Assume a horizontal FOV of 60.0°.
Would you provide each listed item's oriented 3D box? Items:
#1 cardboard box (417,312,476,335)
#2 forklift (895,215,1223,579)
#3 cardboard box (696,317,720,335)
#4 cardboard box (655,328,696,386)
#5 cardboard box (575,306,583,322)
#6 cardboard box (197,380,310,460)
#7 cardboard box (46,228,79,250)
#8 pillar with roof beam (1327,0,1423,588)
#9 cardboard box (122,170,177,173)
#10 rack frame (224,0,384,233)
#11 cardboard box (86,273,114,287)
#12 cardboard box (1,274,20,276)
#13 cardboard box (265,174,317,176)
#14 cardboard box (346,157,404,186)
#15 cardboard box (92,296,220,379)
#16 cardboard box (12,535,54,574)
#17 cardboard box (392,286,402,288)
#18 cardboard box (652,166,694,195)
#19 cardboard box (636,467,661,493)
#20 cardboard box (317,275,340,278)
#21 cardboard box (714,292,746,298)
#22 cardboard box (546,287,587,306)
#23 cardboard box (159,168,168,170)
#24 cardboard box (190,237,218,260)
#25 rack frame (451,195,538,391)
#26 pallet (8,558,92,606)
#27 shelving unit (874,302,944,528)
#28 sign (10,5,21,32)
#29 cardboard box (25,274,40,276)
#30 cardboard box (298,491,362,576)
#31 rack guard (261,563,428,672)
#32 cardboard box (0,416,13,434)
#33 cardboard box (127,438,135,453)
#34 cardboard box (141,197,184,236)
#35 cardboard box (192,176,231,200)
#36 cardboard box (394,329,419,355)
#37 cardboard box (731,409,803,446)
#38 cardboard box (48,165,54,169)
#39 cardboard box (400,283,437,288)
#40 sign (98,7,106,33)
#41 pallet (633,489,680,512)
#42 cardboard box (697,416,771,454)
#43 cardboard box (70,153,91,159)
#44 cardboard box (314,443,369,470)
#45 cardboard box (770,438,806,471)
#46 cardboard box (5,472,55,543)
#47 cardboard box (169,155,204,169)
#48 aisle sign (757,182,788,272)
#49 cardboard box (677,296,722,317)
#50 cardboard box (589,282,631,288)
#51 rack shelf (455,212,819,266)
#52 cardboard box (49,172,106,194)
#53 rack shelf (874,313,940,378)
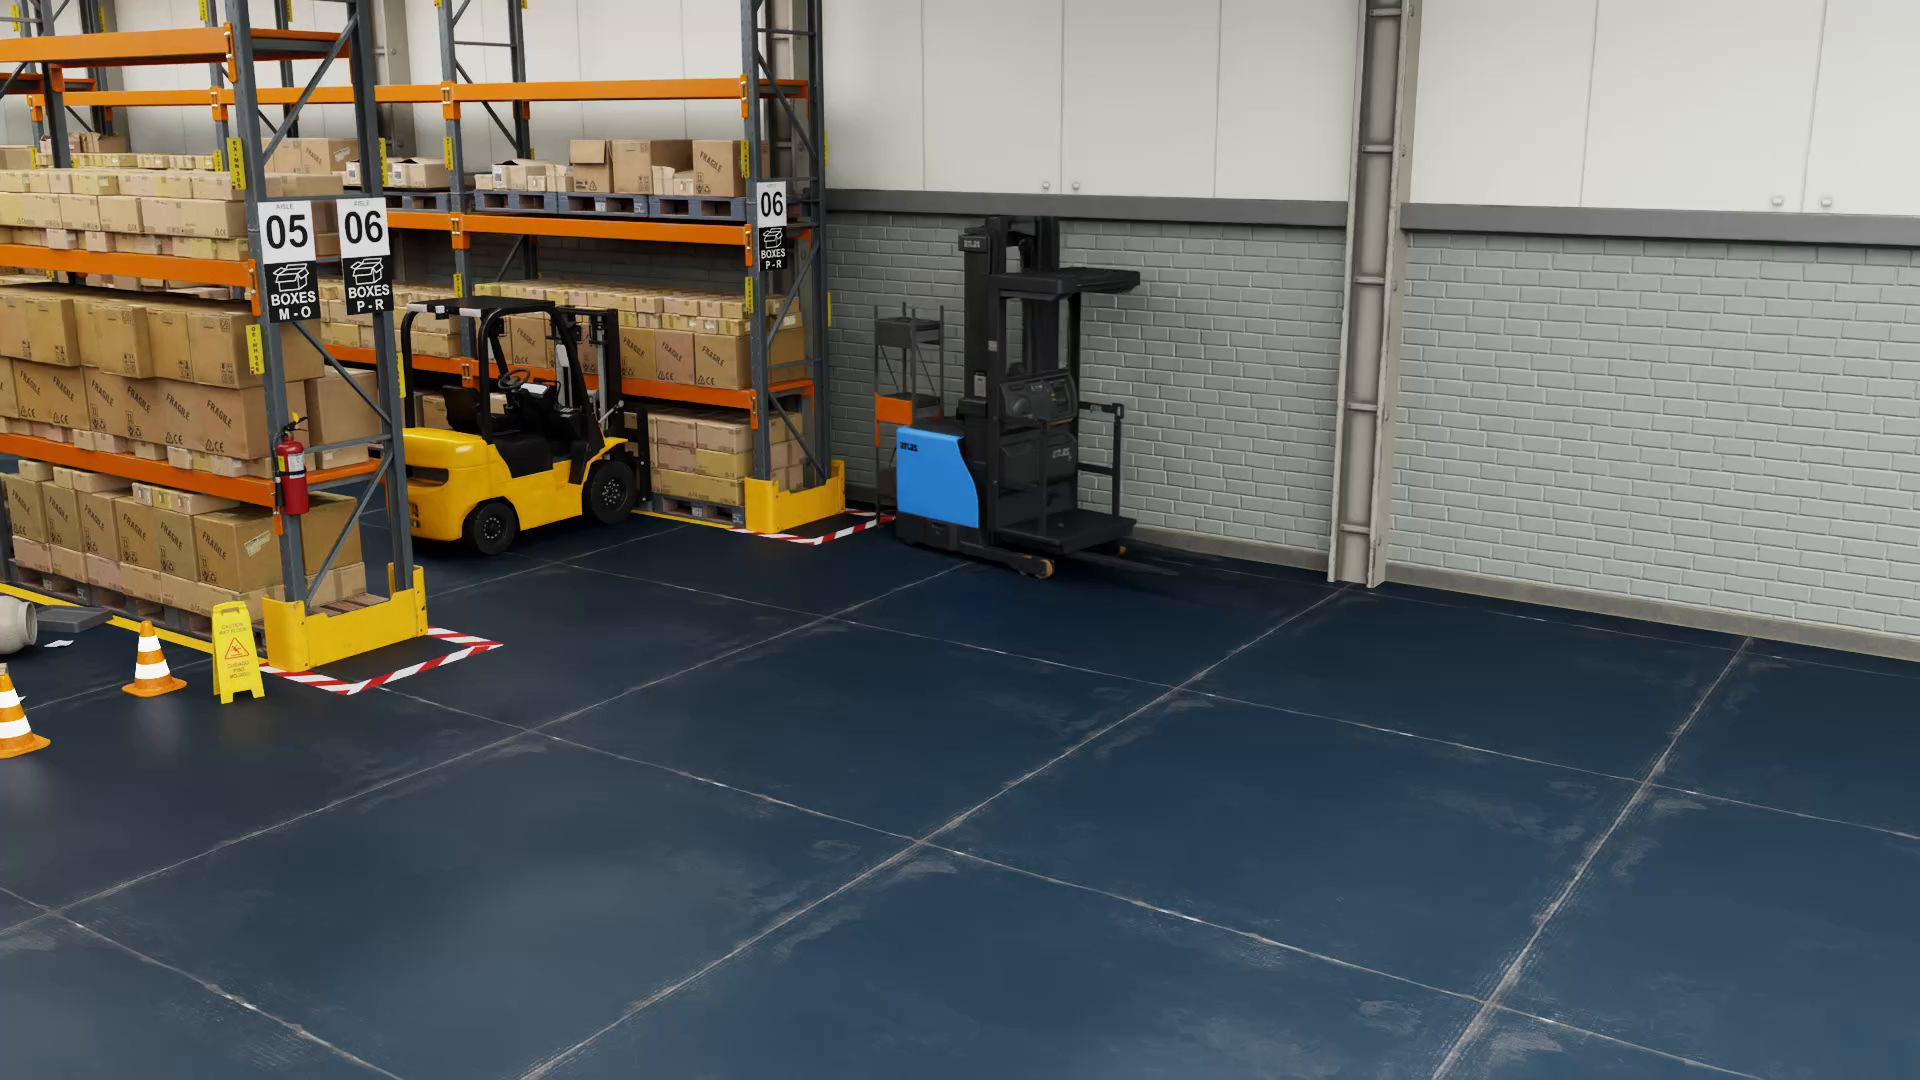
[{"bbox_3d":[-5.462,-2.371,17.859,0.500,0.250,0.500,9,16,32],"label":"cardboard box"},{"bbox_3d":[0.832,-1.238,14.150,3.031,2.935,1.130,13,19,42],"label":"forklift"},{"bbox_3d":[-2.266,-2.033,15.660,0.250,0.149,0.380,9,17,34],"label":"cardboard box"},{"bbox_3d":[-2.573,-1.784,16.005,0.500,0.500,0.500,10,17,35],"label":"cardboard box"},{"bbox_3d":[-3.749,-2.277,16.650,0.250,0.149,0.380,9,16,31],"label":"cardboard box"},{"bbox_3d":[-4.965,-0.871,11.698,0.500,0.500,0.500,9,16,32],"label":"cardboard box"},{"bbox_3d":[-6.537,-2.249,12.375,0.250,0.149,0.380,9,16,32],"label":"cardboard box"},{"bbox_3d":[0.908,-3.172,9.338,0.400,9.000,9.100,9,17,33],"label":"pillar with roof beam"},{"bbox_3d":[-6.180,-2.758,12.770,0.250,0.149,0.380,9,17,33],"label":"cardboard box"},{"bbox_3d":[-4.360,-3.572,10.953,0.127,3.000,1.000,9,17,33],"label":"rack frame"},{"bbox_3d":[-10.844,-3.333,21.389,0.500,0.500,0.700,9,17,33],"label":"cardboard box"},{"bbox_3d":[-13.366,-3.554,23.056,0.500,0.250,0.500,9,16,31],"label":"cardboard box"},{"bbox_3d":[-4.759,-2.500,11.728,0.250,0.149,0.380,9,17,33],"label":"cardboard box"},{"bbox_3d":[-6.286,-4.003,18.040,0.500,0.311,0.500,9,16,31],"label":"cardboard box"},{"bbox_3d":[-5.803,-1.480,12.080,0.500,0.500,0.700,9,16,32],"label":"cardboard box"},{"bbox_3d":[-7.341,0.067,13.583,0.500,0.250,0.500,8,16,30],"label":"cardboard box"},{"bbox_3d":[-6.397,-2.717,18.425,0.250,0.149,0.380,9,17,33],"label":"cardboard box"},{"bbox_3d":[-2.661,-3.378,15.609,0.258,0.266,0.396,9,17,33],"label":"cardboard box"},{"bbox_3d":[-2.977,-0.657,16.509,0.500,0.250,0.500,9,17,33],"label":"cardboard box"},{"bbox_3d":[-7.569,-3.070,19.853,0.250,0.149,0.380,10,17,34],"label":"cardboard box"},{"bbox_3d":[-2.178,-2.320,16.203,0.250,0.149,0.380,10,17,34],"label":"cardboard box"},{"bbox_3d":[-3.943,-2.459,16.762,0.250,0.149,0.380,9,16,32],"label":"cardboard box"},{"bbox_3d":[-9.478,-4.446,20.209,0.250,0.149,0.380,9,17,33],"label":"cardboard box"},{"bbox_3d":[-5.037,-2.013,11.420,0.250,0.149,0.380,9,17,33],"label":"cardboard box"},{"bbox_3d":[-4.912,-2.187,17.841,0.127,3.000,1.000,9,17,33],"label":"rack frame"},{"bbox_3d":[-7.102,0.240,13.840,1.213,0.211,1.003,9,17,33],"label":"pallet"},{"bbox_3d":[-0.470,-1.124,15.419,0.503,2.100,0.431,13,19,42],"label":"shelving unit"},{"bbox_3d":[-11.869,-6.558,20.905,0.005,0.325,0.100,9,17,33],"label":"sign"},{"bbox_3d":[-12.658,-3.587,23.190,0.500,0.250,0.500,10,17,34],"label":"cardboard box"},{"bbox_3d":[-4.895,-0.060,12.536,0.500,0.500,0.500,9,16,31],"label":"cardboard box"},{"bbox_3d":[-4.423,0.543,12.015,0.348,0.500,1.175,9,17,33],"label":"rack guard"},{"bbox_3d":[-7.597,-0.968,13.442,0.250,0.149,0.380,9,17,33],"label":"cardboard box"},{"bbox_3d":[-6.048,-0.754,12.578,0.250,0.149,0.380,9,17,33],"label":"cardboard box"},{"bbox_3d":[-5.345,-2.273,11.640,0.500,0.250,0.500,9,16,32],"label":"cardboard box"},{"bbox_3d":[-4.998,-2.410,11.364,0.250,0.149,0.380,10,17,34],"label":"cardboard box"},{"bbox_3d":[-5.897,-2.196,18.189,0.500,0.250,0.500,9,17,32],"label":"cardboard box"},{"bbox_3d":[-1.886,-1.107,16.246,0.500,0.250,0.500,9,16,32],"label":"cardboard box"},{"bbox_3d":[-11.329,-4.685,21.132,0.250,0.149,0.380,9,17,33],"label":"cardboard box"},{"bbox_3d":[-6.113,-2.821,18.847,0.250,0.149,0.380,9,17,32],"label":"cardboard box"},{"bbox_3d":[-11.246,-6.813,21.773,0.005,0.325,0.100,9,17,33],"label":"sign"},{"bbox_3d":[-3.259,-0.555,17.051,1.213,0.211,1.003,9,17,33],"label":"pallet"},{"bbox_3d":[-2.149,-1.004,15.832,0.500,0.250,0.500,10,17,35],"label":"cardboard box"},{"bbox_3d":[-11.100,-4.799,20.972,0.250,0.149,0.380,9,16,32],"label":"cardboard box"},{"bbox_3d":[-4.527,-0.625,12.055,0.250,0.149,0.380,9,17,33],"label":"cardboard box"},{"bbox_3d":[-1.867,-0.866,16.316,0.500,0.250,0.500,10,17,34],"label":"cardboard box"},{"bbox_3d":[-7.341,-0.297,13.493,0.500,0.500,0.500,10,17,35],"label":"cardboard box"},{"bbox_3d":[-9.278,-4.556,20.032,0.250,0.149,0.380,9,16,32],"label":"cardboard box"},{"bbox_3d":[-1.703,-2.845,15.089,0.004,0.787,0.394,9,17,33],"label":"aisle sign"},{"bbox_3d":[-2.462,-2.221,15.801,0.250,0.149,0.380,10,17,34],"label":"cardboard box"},{"bbox_3d":[-3.620,-2.577,17.242,0.250,0.149,0.380,9,16,32],"label":"cardboard box"},{"bbox_3d":[-3.253,-3.025,16.483,4.000,0.370,1.077,9,17,33],"label":"rack shelf"},{"bbox_3d":[-6.489,-2.647,12.320,0.250,0.149,0.380,9,16,32],"label":"cardboard box"},{"bbox_3d":[-0.470,-1.790,15.254,0.480,0.518,0.431,13,19,42],"label":"rack shelf"}]
